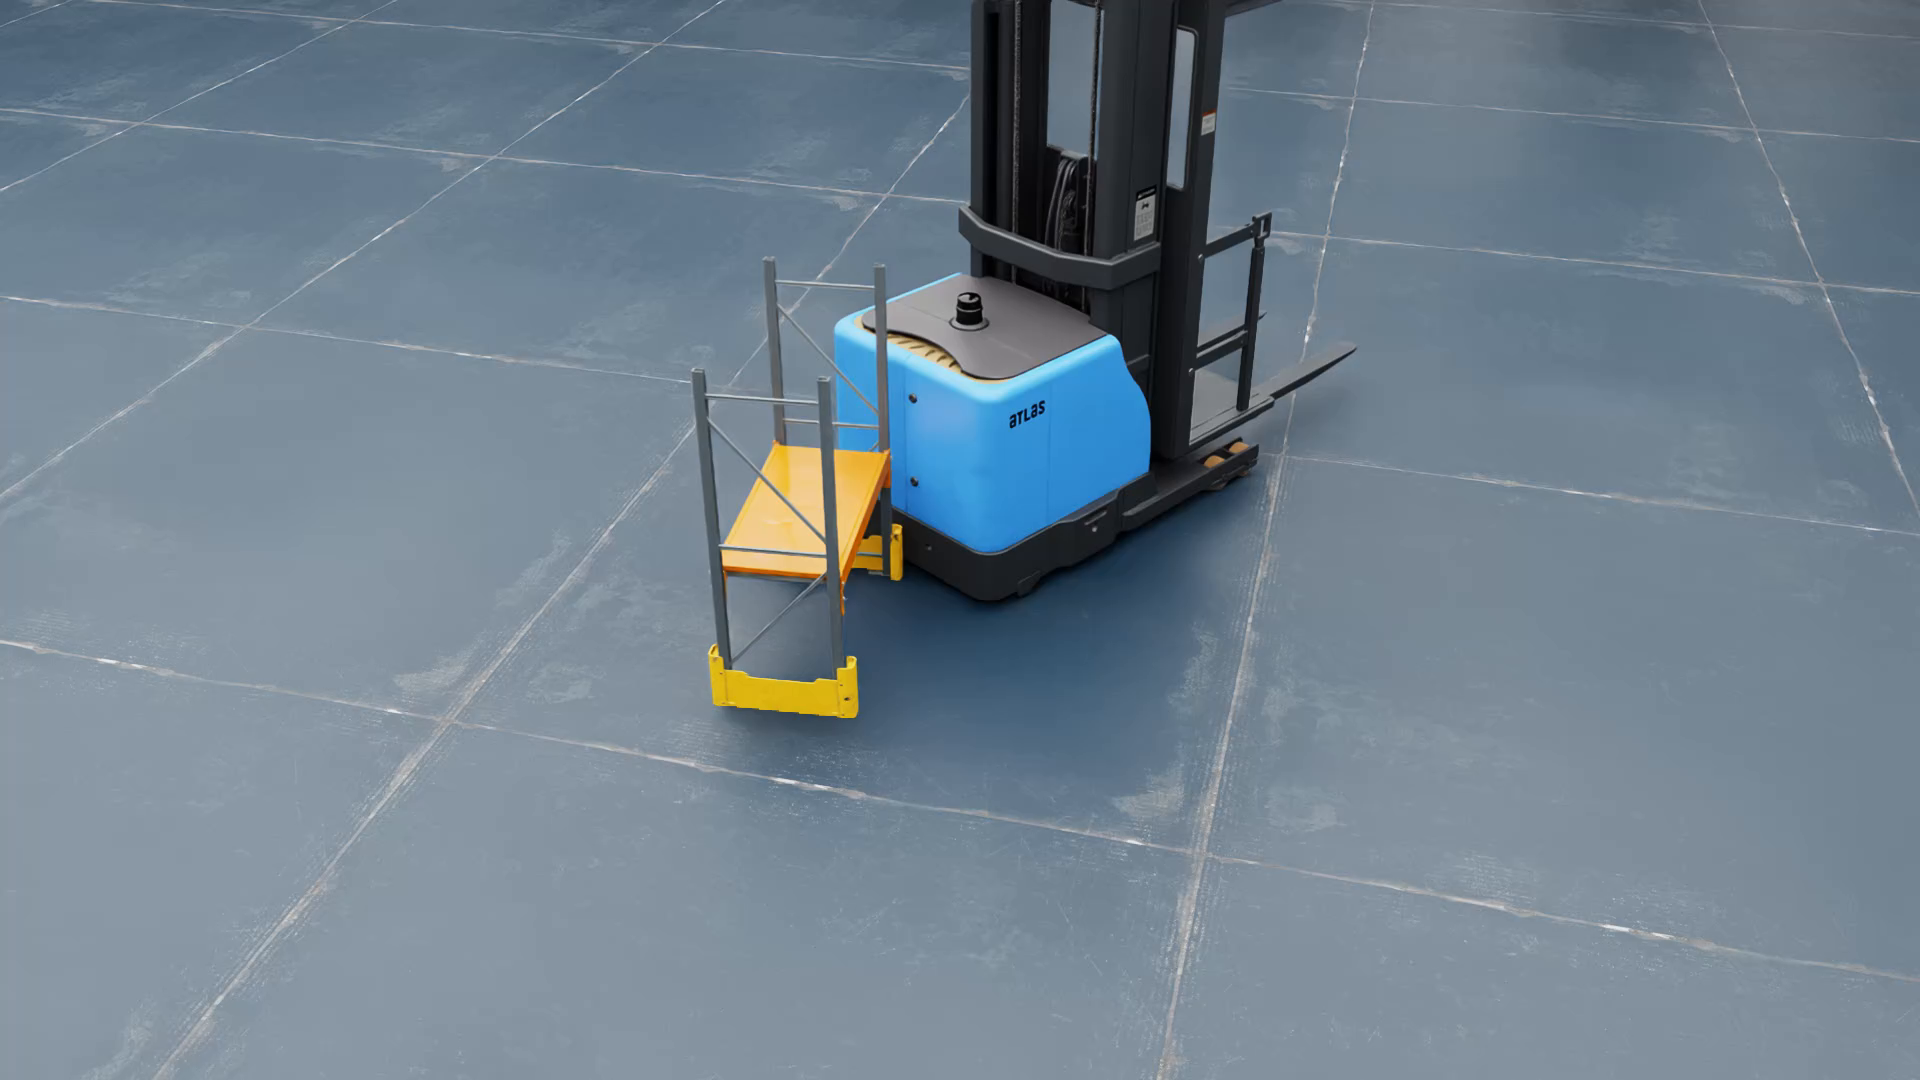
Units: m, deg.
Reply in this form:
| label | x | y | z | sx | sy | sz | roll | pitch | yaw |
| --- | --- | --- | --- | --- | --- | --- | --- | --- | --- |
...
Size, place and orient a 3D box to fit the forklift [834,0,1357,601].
| label | x | y | z | sx | sy | sz | roll | pitch | yaw |
| --- | --- | --- | --- | --- | --- | --- | --- | --- | --- |
| forklift | 0.836 | -1.658 | 7.627 | 3.031 | 2.935 | 1.130 | -28 | 42 | -36 |

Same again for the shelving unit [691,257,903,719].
| label | x | y | z | sx | sy | sz | roll | pitch | yaw |
| --- | --- | --- | --- | --- | --- | --- | --- | --- | --- |
| shelving unit | -0.626 | -0.227 | 6.710 | 0.587 | 1.500 | 1.083 | 5 | 33 | 7 |

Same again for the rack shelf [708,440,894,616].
| label | x | y | z | sx | sy | sz | roll | pitch | yaw |
| --- | --- | --- | --- | --- | --- | --- | --- | --- | --- |
| rack shelf | -0.627 | -0.071 | 6.799 | 0.538 | 0.185 | 1.000 | 5 | 33 | 7 |

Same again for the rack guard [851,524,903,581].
| label | x | y | z | sx | sy | sz | roll | pitch | yaw |
| --- | --- | --- | --- | --- | --- | --- | --- | --- | --- |
| rack guard | -0.550 | 0.036 | 7.460 | 0.587 | 0.250 | 0.087 | 5 | 33 | 7 |

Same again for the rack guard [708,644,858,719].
| label | x | y | z | sx | sy | sz | roll | pitch | yaw |
| --- | --- | --- | --- | --- | --- | --- | --- | --- | --- |
| rack guard | -0.702 | 0.564 | 6.630 | 0.587 | 0.250 | 0.087 | 5 | 33 | 7 |

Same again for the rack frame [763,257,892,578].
| label | x | y | z | sx | sy | sz | roll | pitch | yaw |
| --- | --- | --- | --- | --- | --- | --- | --- | --- | --- |
| rack frame | -0.550 | -0.492 | 7.126 | 0.500 | 1.500 | 0.032 | 5 | 33 | 7 |

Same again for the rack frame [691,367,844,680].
| label | x | y | z | sx | sy | sz | roll | pitch | yaw |
| --- | --- | --- | --- | --- | --- | --- | --- | --- | --- |
| rack frame | -0.705 | 0.047 | 6.278 | 0.500 | 1.500 | 0.032 | 5 | 33 | 7 |
